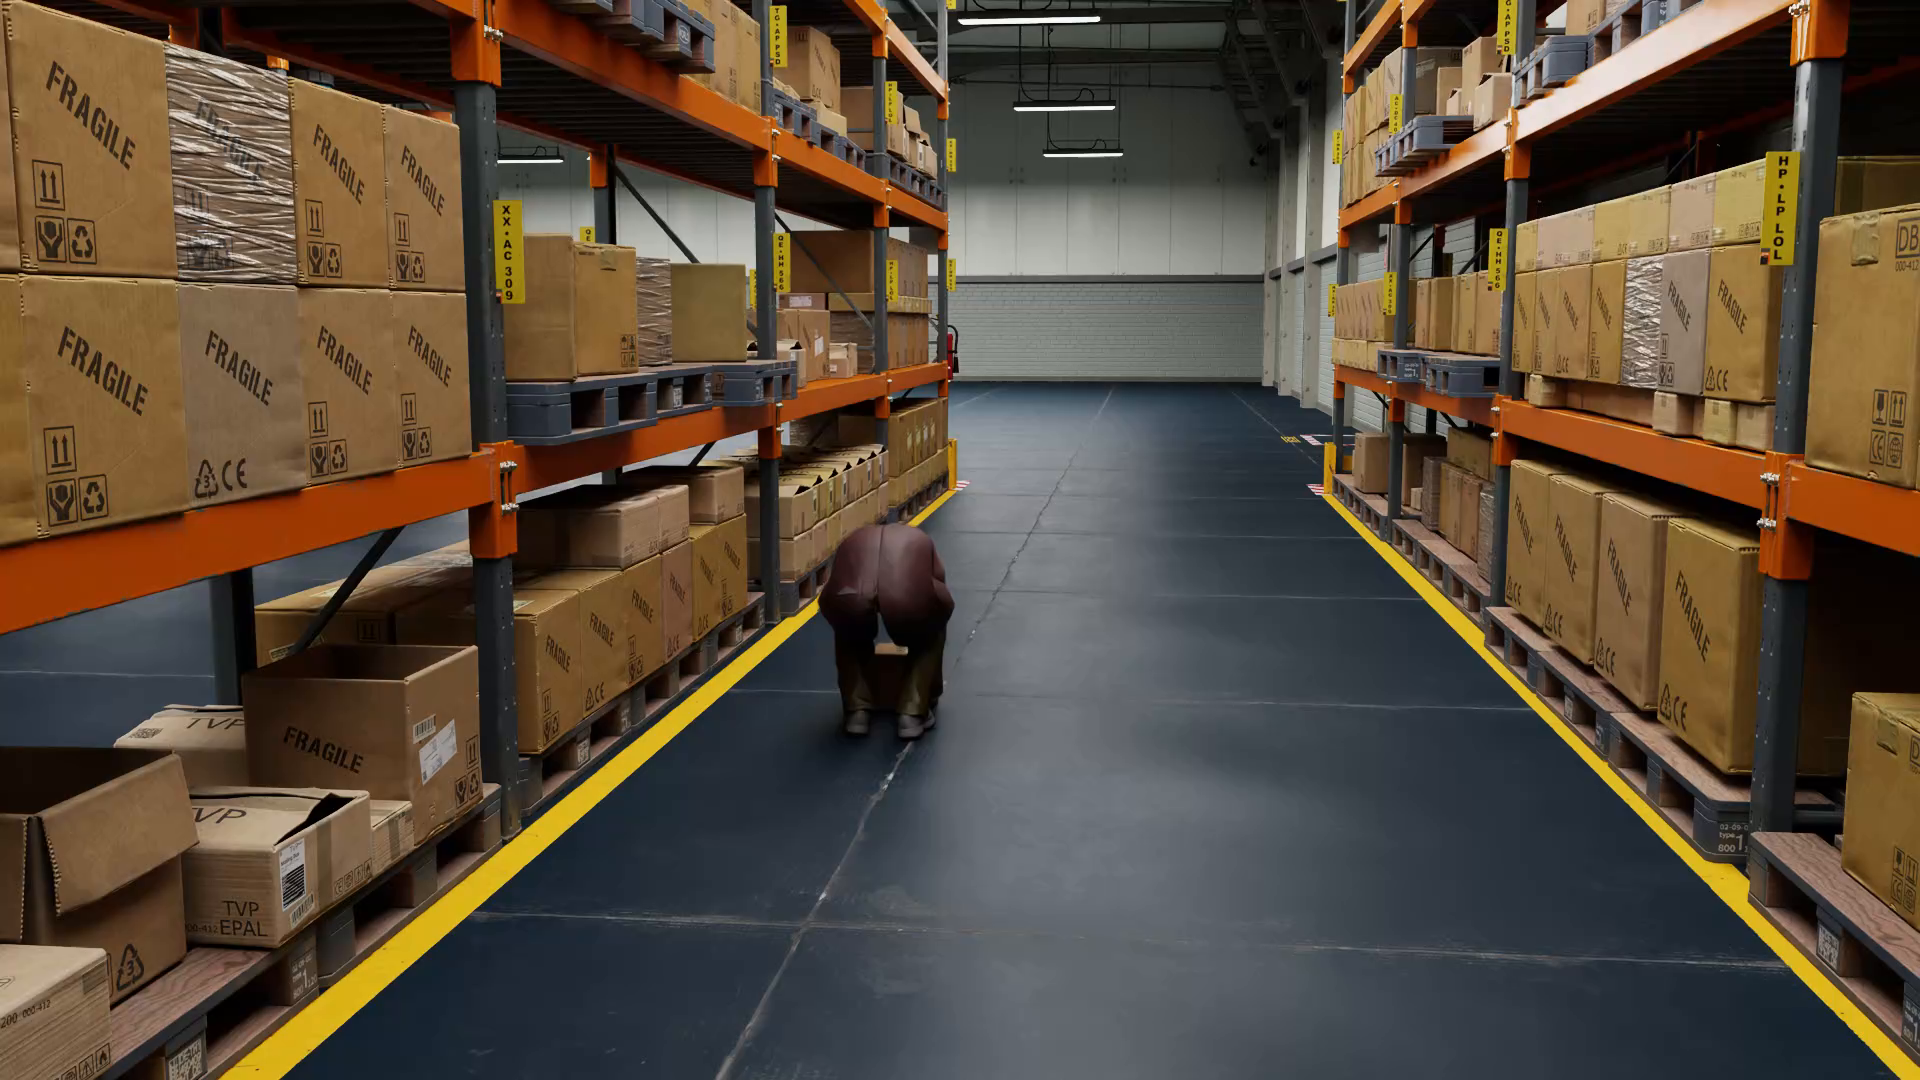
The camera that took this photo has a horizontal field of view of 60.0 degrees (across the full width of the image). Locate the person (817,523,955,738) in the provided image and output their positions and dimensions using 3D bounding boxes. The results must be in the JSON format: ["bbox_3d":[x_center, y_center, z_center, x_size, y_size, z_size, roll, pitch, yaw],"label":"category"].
[{"bbox_3d":[-0.304,0.359,7.128,0.585,0.898,0.952,1,7,4],"label":"person"}]
